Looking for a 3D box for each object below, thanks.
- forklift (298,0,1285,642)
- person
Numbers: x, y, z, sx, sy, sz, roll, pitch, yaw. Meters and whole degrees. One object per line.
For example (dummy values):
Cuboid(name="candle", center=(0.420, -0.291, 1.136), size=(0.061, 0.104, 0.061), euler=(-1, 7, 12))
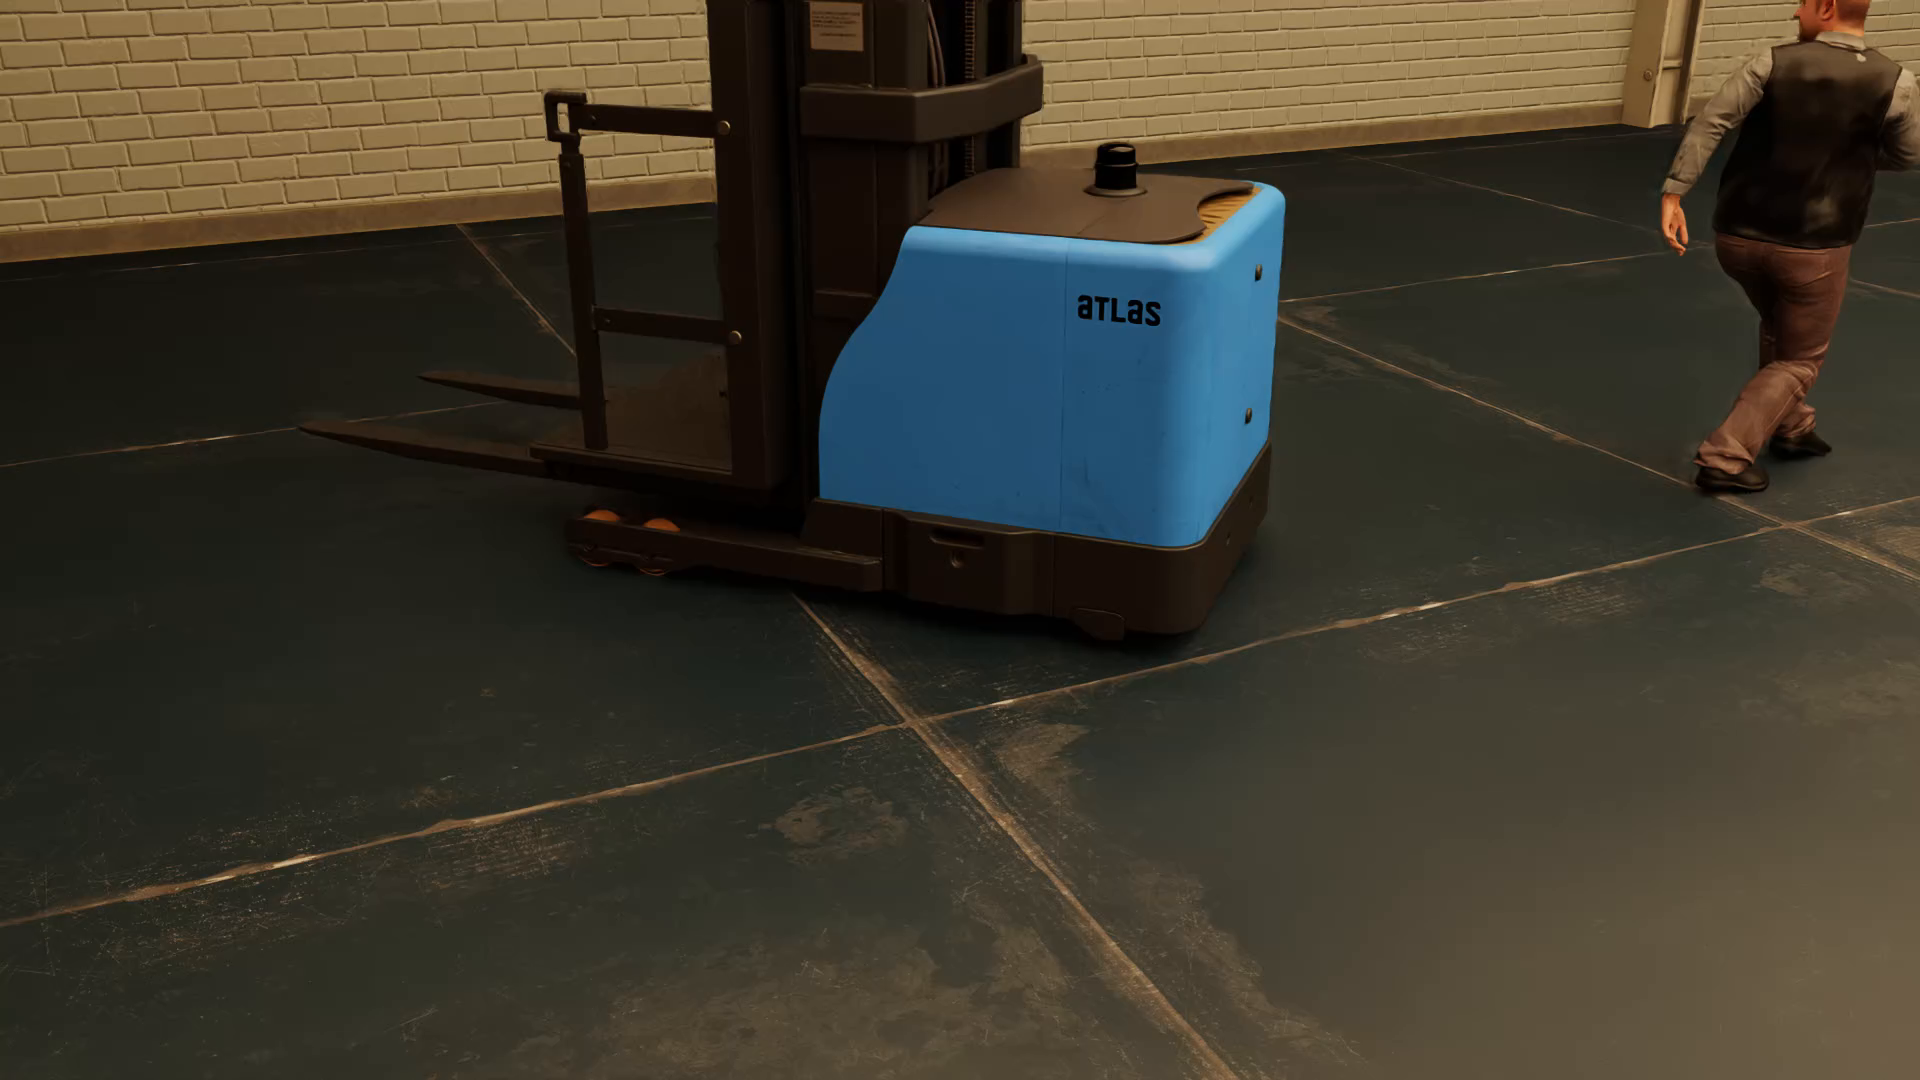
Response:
Cuboid(name="forklift", center=(-0.624, -1.426, 4.718), size=(3.031, 2.935, 1.130), euler=(8, 24, 19))
Cuboid(name="person", center=(2.687, -0.978, 5.352), size=(0.938, 1.668, 0.556), euler=(-18, 28, -36))
